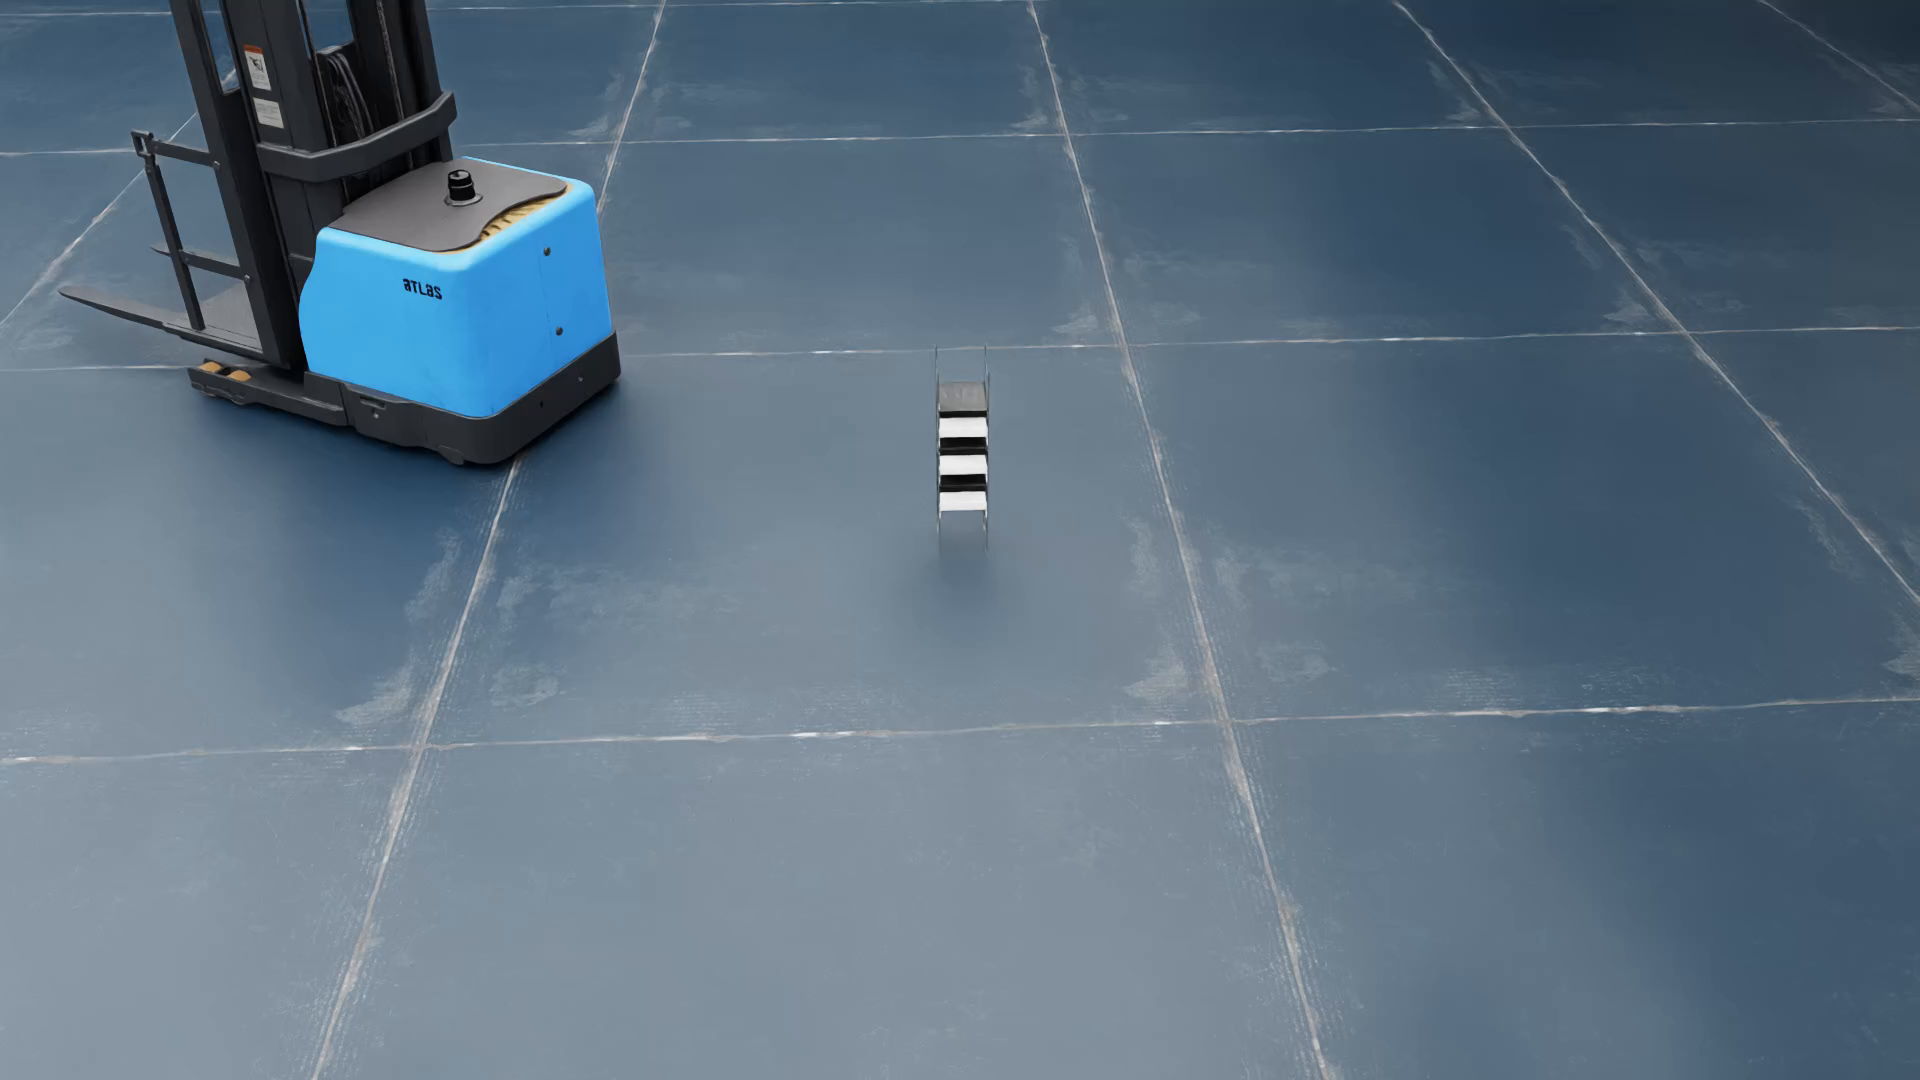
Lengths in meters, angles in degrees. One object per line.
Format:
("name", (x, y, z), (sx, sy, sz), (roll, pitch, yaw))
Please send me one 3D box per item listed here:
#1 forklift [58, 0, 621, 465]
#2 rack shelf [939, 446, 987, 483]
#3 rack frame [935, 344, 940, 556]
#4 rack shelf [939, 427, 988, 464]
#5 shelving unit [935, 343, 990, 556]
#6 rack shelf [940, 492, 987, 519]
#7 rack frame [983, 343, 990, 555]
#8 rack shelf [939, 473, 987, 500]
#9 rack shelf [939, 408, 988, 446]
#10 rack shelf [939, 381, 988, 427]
("forklift", (-3.252, -2.124, 7.744), (3.031, 2.935, 1.130), (16, 38, 21))
("rack shelf", (0.008, -0.343, 7.013), (0.200, 0.077, 0.258), (-2, 35, -2))
("rack frame", (-0.093, -0.367, 6.990), (0.006, 0.900, 0.240), (-2, 35, -2))
("rack shelf", (0.008, -0.417, 6.962), (0.200, 0.077, 0.258), (-2, 35, -2))
("shelving unit", (0.008, -0.370, 6.994), (0.210, 0.900, 0.258), (-2, 35, -2))
("rack shelf", (0.008, -0.195, 7.116), (0.200, 0.077, 0.258), (-2, 35, -2))
("rack frame", (0.110, -0.373, 6.998), (0.006, 0.900, 0.240), (-2, 35, -2))
("rack shelf", (0.008, -0.269, 7.064), (0.200, 0.077, 0.258), (-2, 35, -2))
("rack shelf", (0.008, -0.491, 6.911), (0.200, 0.077, 0.258), (-2, 35, -2))
("rack shelf", (0.008, -0.565, 6.860), (0.200, 0.077, 0.258), (-2, 35, -2))
